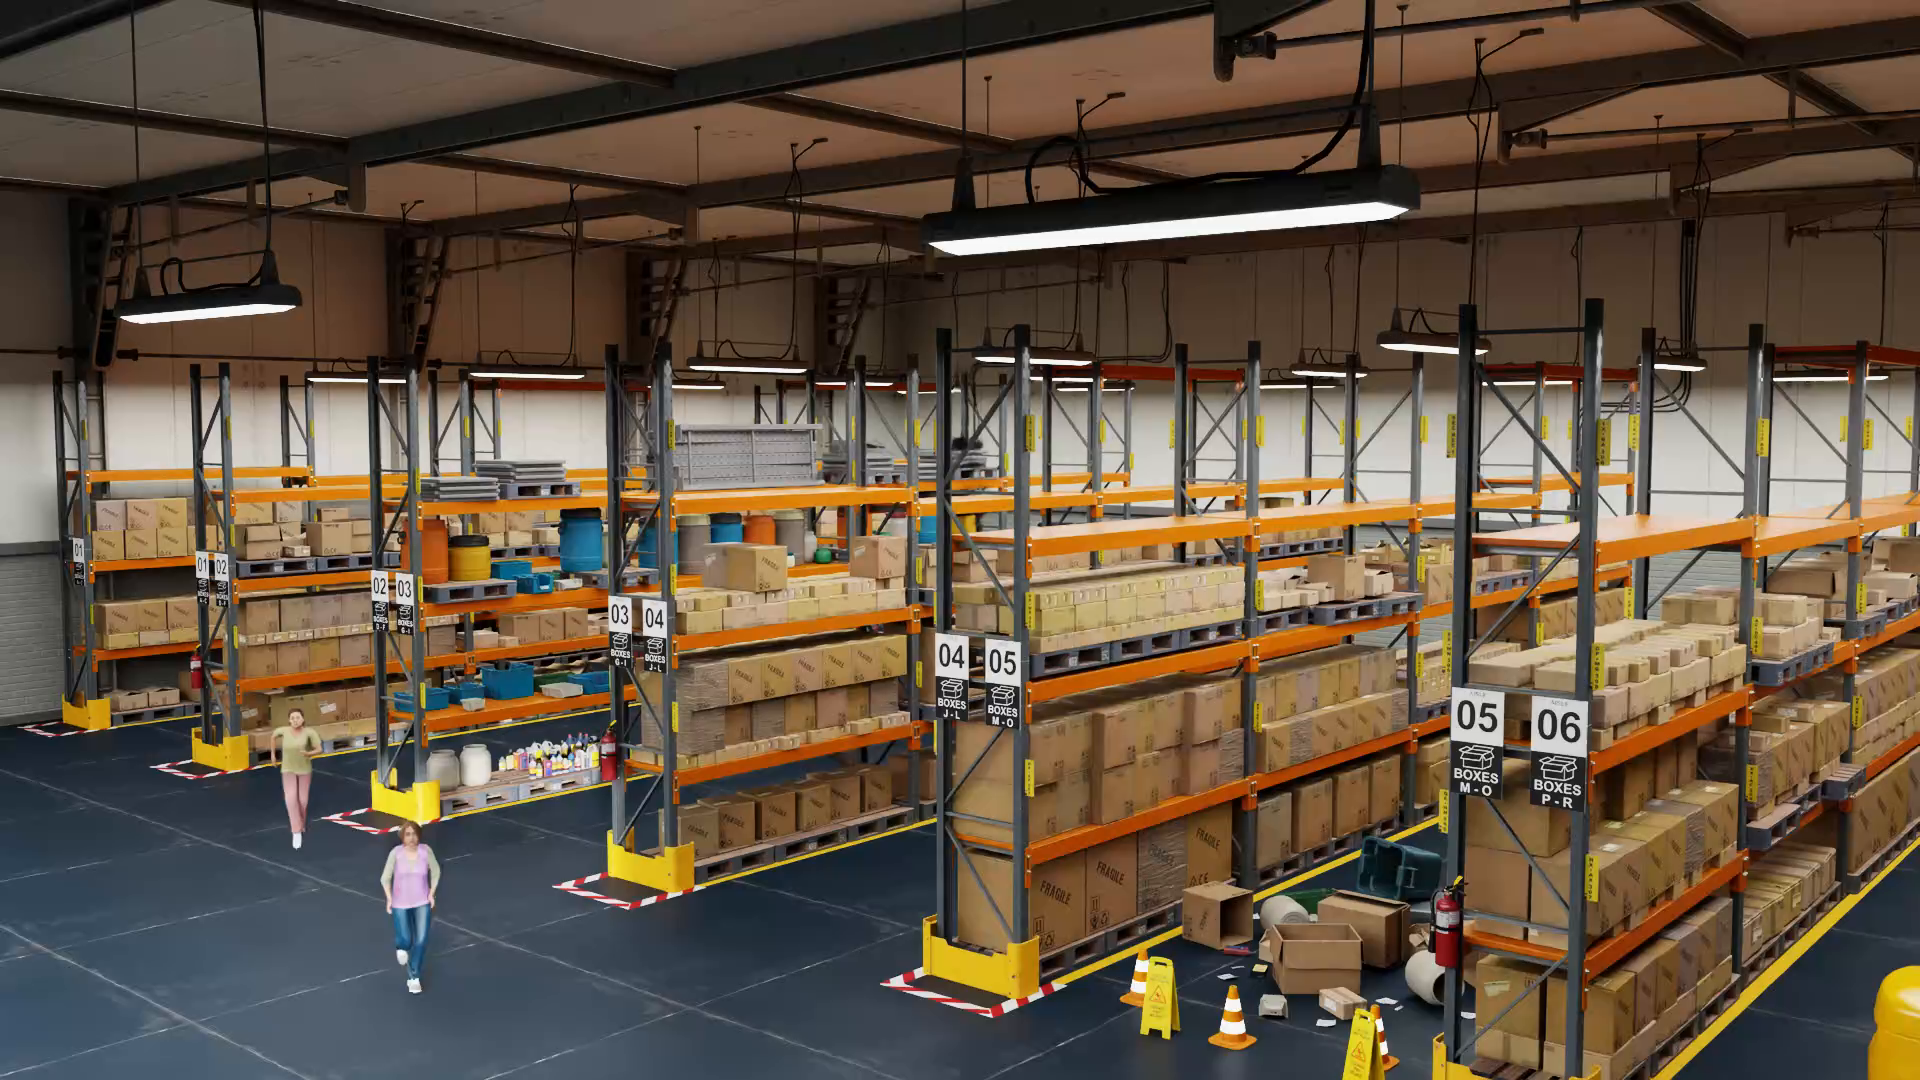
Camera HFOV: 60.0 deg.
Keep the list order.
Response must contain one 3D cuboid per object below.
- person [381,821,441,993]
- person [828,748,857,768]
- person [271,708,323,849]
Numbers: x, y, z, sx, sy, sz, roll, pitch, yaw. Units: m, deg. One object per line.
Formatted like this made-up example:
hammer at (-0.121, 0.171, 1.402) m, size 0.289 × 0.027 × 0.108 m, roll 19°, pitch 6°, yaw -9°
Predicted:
person at (-5.006, 3.303, 15.174) m, size 0.522 × 1.554 × 0.598 m, roll -2°, pitch 4°, yaw -23°
person at (-1.563, 2.624, 23.406) m, size 0.655 × 1.692 × 0.698 m, roll 3°, pitch 5°, yaw 35°
person at (-8.104, 2.870, 20.341) m, size 0.599 × 1.692 × 0.816 m, roll -1°, pitch 4°, yaw -19°
